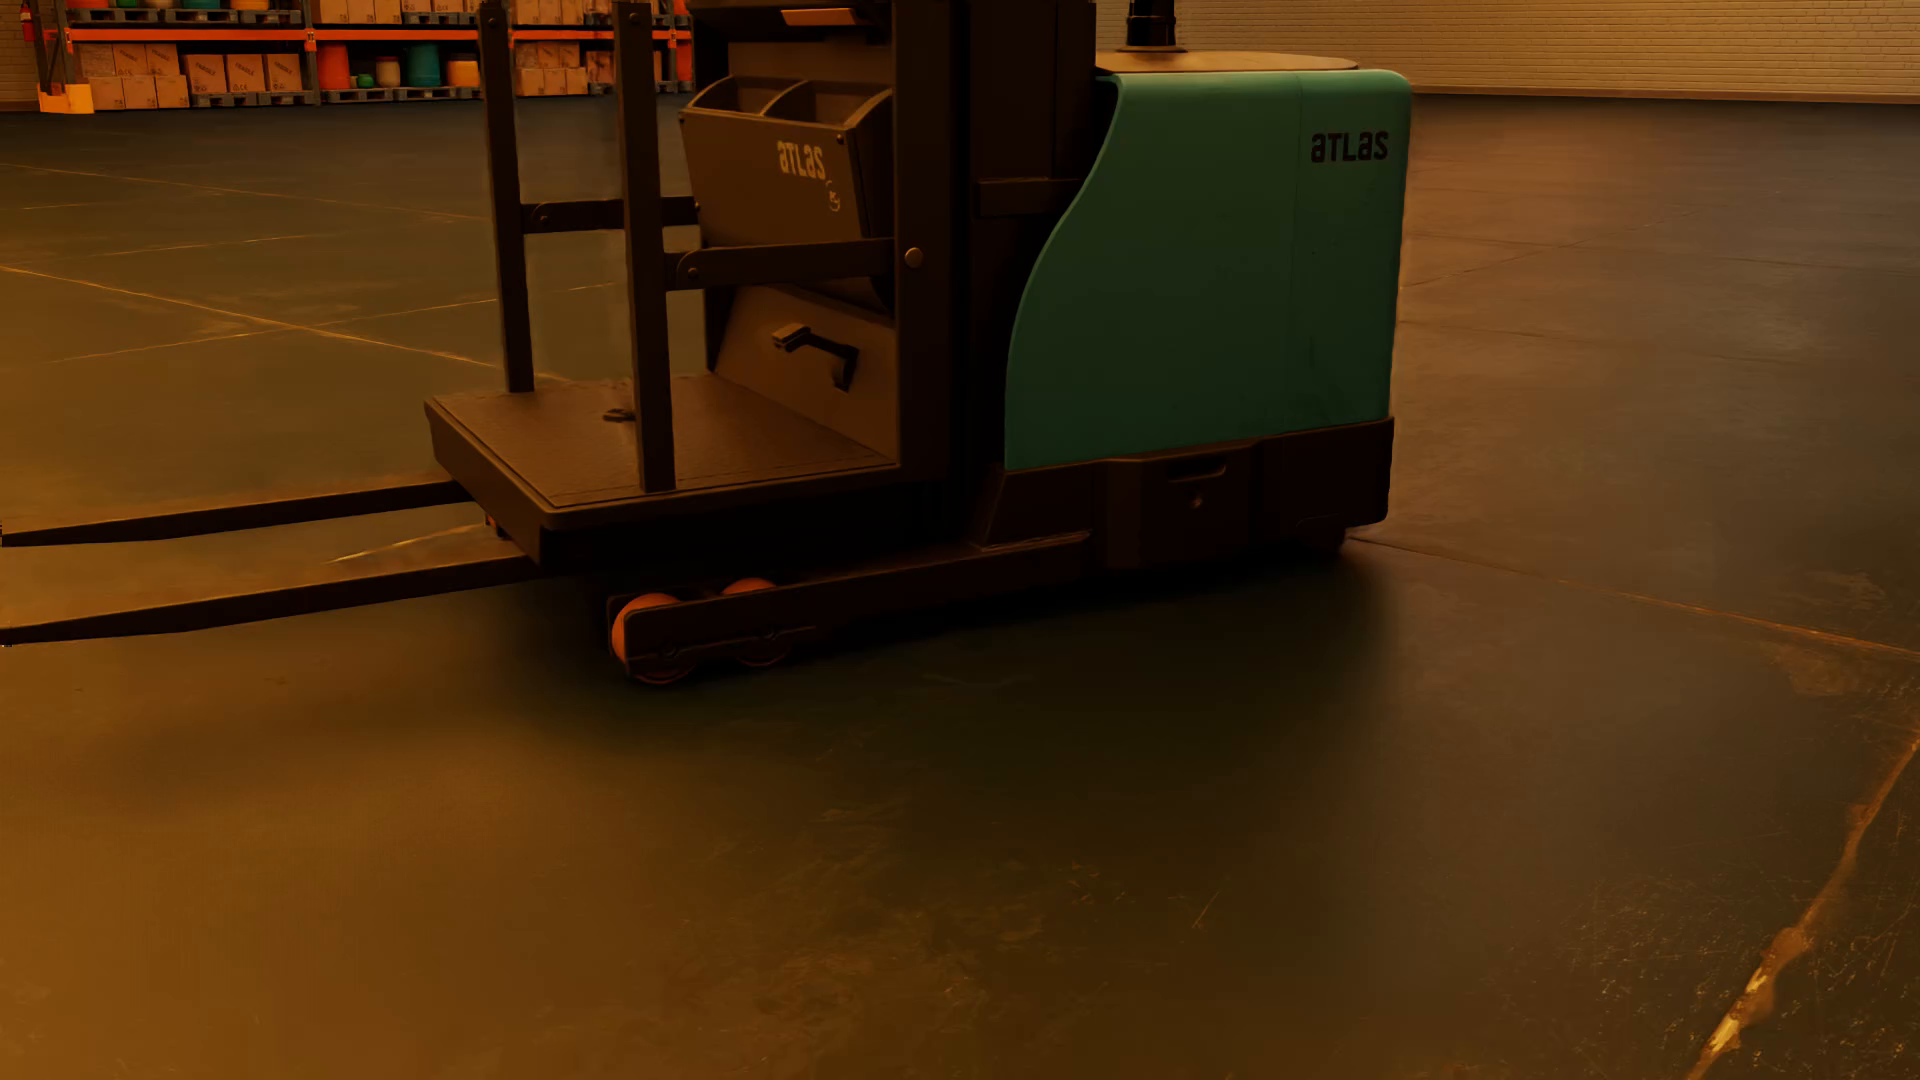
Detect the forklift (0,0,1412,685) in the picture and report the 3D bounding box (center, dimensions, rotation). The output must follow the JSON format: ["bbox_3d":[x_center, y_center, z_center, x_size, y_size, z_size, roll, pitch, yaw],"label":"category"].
[{"bbox_3d":[-0.546,-1.311,3.214,3.031,2.935,1.130,-9,19,-27],"label":"forklift"}]
